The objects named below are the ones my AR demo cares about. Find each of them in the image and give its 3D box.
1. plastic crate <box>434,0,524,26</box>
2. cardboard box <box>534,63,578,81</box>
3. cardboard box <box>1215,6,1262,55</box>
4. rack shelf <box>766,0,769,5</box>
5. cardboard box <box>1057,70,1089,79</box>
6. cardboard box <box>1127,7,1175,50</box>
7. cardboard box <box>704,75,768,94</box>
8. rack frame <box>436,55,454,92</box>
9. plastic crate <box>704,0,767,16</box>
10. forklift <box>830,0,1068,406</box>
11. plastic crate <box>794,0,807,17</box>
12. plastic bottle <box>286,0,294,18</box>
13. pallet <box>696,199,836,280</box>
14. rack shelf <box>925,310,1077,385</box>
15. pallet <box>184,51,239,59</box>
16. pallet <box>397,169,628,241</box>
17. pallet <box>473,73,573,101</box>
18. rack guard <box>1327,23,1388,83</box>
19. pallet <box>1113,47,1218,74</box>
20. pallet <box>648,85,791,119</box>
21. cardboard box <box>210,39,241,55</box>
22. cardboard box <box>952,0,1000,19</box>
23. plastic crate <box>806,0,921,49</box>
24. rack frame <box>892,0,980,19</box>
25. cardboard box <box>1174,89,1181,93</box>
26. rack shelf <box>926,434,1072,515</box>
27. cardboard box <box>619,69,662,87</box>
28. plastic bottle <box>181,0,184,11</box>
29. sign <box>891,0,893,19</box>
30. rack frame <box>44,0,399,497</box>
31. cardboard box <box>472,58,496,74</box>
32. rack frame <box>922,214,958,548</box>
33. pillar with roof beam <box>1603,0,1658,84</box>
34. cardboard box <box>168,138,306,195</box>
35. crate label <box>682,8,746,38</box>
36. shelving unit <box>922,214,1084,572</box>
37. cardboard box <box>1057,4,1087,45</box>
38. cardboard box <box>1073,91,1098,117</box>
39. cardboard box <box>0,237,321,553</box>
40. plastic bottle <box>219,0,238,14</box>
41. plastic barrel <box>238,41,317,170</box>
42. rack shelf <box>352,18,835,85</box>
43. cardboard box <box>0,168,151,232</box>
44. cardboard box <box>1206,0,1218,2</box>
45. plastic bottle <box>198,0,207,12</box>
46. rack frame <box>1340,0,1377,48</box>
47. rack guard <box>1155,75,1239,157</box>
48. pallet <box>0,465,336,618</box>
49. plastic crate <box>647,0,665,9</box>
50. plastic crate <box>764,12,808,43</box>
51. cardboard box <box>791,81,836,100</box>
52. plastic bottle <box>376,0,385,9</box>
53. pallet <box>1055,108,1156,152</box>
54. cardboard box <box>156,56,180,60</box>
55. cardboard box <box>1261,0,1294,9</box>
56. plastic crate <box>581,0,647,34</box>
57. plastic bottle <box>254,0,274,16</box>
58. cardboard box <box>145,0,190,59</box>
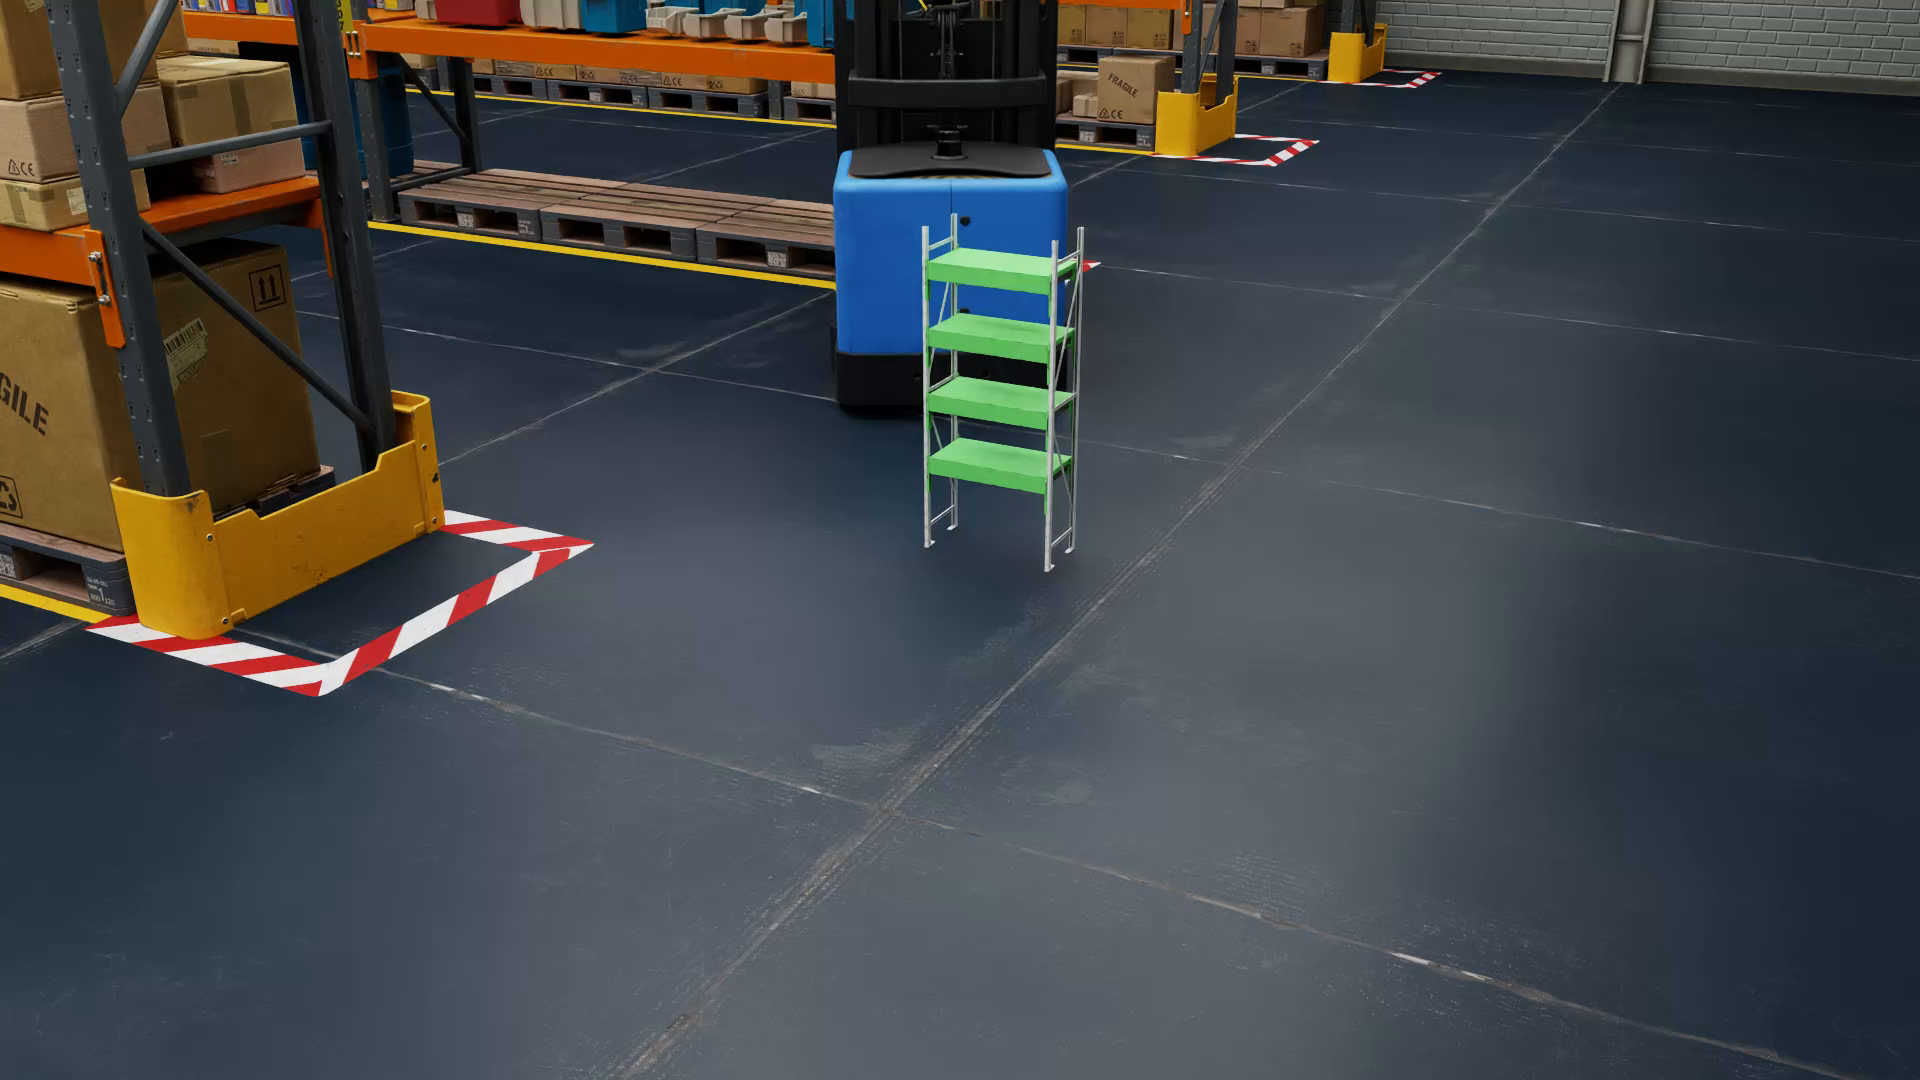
[{"bbox_3d":[-3.045,-3.528,10.553,0.583,0.464,0.402,11,25,25],"label":"plastic crate"},{"bbox_3d":[-3.868,-4.842,16.436,0.500,0.500,0.500,11,25,24],"label":"cardboard box"},{"bbox_3d":[3.195,-5.689,18.453,0.500,0.500,0.700,11,25,24],"label":"cardboard box"},{"bbox_3d":[-3.275,-5.467,16.192,4.000,0.370,1.077,11,25,25],"label":"rack shelf"},{"bbox_3d":[0.830,-4.047,14.886,0.500,0.250,0.500,11,25,25],"label":"cardboard box"},{"bbox_3d":[2.267,-5.870,18.877,0.500,0.500,0.700,12,26,26],"label":"cardboard box"},{"bbox_3d":[-2.060,-4.484,15.593,0.500,0.500,0.500,11,25,24],"label":"cardboard box"},{"bbox_3d":[-5.060,-6.151,16.882,0.127,3.000,1.000,11,25,25],"label":"rack frame"},{"bbox_3d":[-1.406,-3.351,10.434,0.300,0.233,0.416,11,25,25],"label":"plastic crate"},{"bbox_3d":[-0.076,-2.482,8.342,1.130,2.935,3.031,-1,23,-1],"label":"forklift"},{"bbox_3d":[-0.818,-3.235,10.161,0.300,0.233,0.416,11,25,25],"label":"plastic crate"},{"bbox_3d":[-4.453,-3.644,11.134,0.133,0.283,0.061,11,25,25],"label":"plastic bottle"},{"bbox_3d":[-0.877,-1.885,10.414,1.213,0.211,1.003,11,25,25],"label":"pallet"},{"bbox_3d":[0.148,-0.685,5.878,0.480,0.148,0.258,11,25,25],"label":"rack shelf"},{"bbox_3d":[-7.954,-5.458,18.814,1.213,0.211,1.003,11,25,25],"label":"pallet"},{"bbox_3d":[-3.055,-2.316,11.427,1.213,0.211,1.003,11,25,25],"label":"pallet"},{"bbox_3d":[-4.411,-4.723,17.086,1.213,0.211,1.003,11,25,25],"label":"pallet"},{"bbox_3d":[4.333,-5.315,18.109,0.348,0.500,1.175,11,25,25],"label":"rack guard"},{"bbox_3d":[2.478,-5.516,18.951,1.213,0.211,1.003,11,25,25],"label":"pallet"},{"bbox_3d":[-2.233,-4.292,16.073,1.213,0.211,1.003,11,25,25],"label":"pallet"},{"bbox_3d":[-7.926,-5.537,18.414,0.500,0.250,0.500,12,26,26],"label":"cardboard box"},{"bbox_3d":[0.103,-6.449,19.792,0.750,0.750,0.750,12,26,25],"label":"cardboard box"},{"bbox_3d":[-0.542,-3.047,9.461,0.499,0.435,0.616,11,25,25],"label":"plastic crate"},{"bbox_3d":[-0.159,-3.009,9.494,0.127,3.000,1.000,11,25,25],"label":"rack frame"},{"bbox_3d":[1.861,-3.823,14.488,0.250,0.149,0.380,11,25,25],"label":"cardboard box"},{"bbox_3d":[0.148,-0.243,6.065,0.480,0.148,0.258,11,25,25],"label":"rack shelf"},{"bbox_3d":[-2.945,-4.663,16.014,0.500,0.500,0.500,12,26,25],"label":"cardboard box"},{"bbox_3d":[-5.445,-3.810,11.630,0.097,0.201,0.097,0,23,0],"label":"plastic bottle"},{"bbox_3d":[-0.393,-2.890,9.003,0.005,0.325,0.100,11,25,25],"label":"sign"},{"bbox_3d":[-2.394,-1.280,5.426,0.127,3.000,1.000,11,25,25],"label":"rack frame"},{"bbox_3d":[-4.783,-5.023,16.861,0.500,0.500,0.500,12,26,27],"label":"cardboard box"},{"bbox_3d":[-0.070,-0.566,6.048,0.015,1.200,0.240,11,25,25],"label":"rack frame"},{"bbox_3d":[5.169,-7.552,12.509,0.400,9.000,9.100,11,25,25],"label":"pillar with roof beam"},{"bbox_3d":[-2.561,-1.342,5.894,0.250,0.149,0.380,12,26,25],"label":"cardboard box"},{"bbox_3d":[-1.480,-3.093,9.951,0.243,0.136,0.396,11,25,25],"label":"crate label"},{"bbox_3d":[0.148,-0.523,5.946,0.503,1.200,0.258,11,25,25],"label":"shelving unit"},{"bbox_3d":[1.363,-6.051,19.303,0.500,0.500,0.700,12,26,25],"label":"cardboard box"},{"bbox_3d":[1.162,-3.750,14.294,0.250,0.166,0.380,11,25,25],"label":"cardboard box"},{"bbox_3d":[-3.001,-0.580,5.960,0.875,0.875,0.875,11,25,25],"label":"cardboard box"},{"bbox_3d":[-5.002,-3.769,11.438,0.135,0.276,0.152,11,25,25],"label":"plastic bottle"},{"bbox_3d":[-4.838,-3.170,12.017,0.708,0.901,0.600,11,25,25],"label":"plastic barrel"},{"bbox_3d":[-1.944,-3.031,10.465,4.000,0.370,1.077,11,25,25],"label":"rack shelf"},{"bbox_3d":[-2.860,-1.112,5.353,0.250,0.149,0.380,12,26,26],"label":"cardboard box"},{"bbox_3d":[2.940,-6.126,18.650,0.250,0.149,0.380,12,26,25],"label":"cardboard box"},{"bbox_3d":[-5.238,-3.769,11.534,0.097,0.201,0.097,0,23,0],"label":"plastic bottle"},{"bbox_3d":[4.311,-6.469,17.630,0.127,3.000,1.000,11,25,25],"label":"rack frame"},{"bbox_3d":[2.012,-3.602,14.081,0.348,0.500,1.175,11,25,25],"label":"rack guard"},{"bbox_3d":[-3.142,-0.110,6.239,1.213,0.211,1.003,11,25,25],"label":"pallet"},{"bbox_3d":[-2.039,-3.419,10.718,0.466,0.136,0.293,11,25,25],"label":"plastic crate"},{"bbox_3d":[-0.968,-2.996,9.723,0.243,0.136,0.396,11,25,25],"label":"plastic crate"},{"bbox_3d":[-1.213,-4.260,15.309,0.500,0.311,0.500,11,25,25],"label":"cardboard box"},{"bbox_3d":[-4.093,-3.876,11.784,0.097,0.201,0.097,0,23,0],"label":"plastic bottle"},{"bbox_3d":[1.300,-3.609,14.467,1.213,0.211,1.003,11,25,25],"label":"pallet"},{"bbox_3d":[-3.167,-1.616,6.029,0.500,0.250,0.500,11,25,24],"label":"cardboard box"},{"bbox_3d":[3.445,-5.859,18.022,0.250,0.149,0.380,11,25,24],"label":"cardboard box"},{"bbox_3d":[-2.107,-3.233,10.157,0.300,0.233,0.416,11,25,25],"label":"plastic crate"},{"bbox_3d":[-4.696,-3.741,11.277,0.185,0.351,0.144,11,25,25],"label":"plastic bottle"},{"bbox_3d":[-3.146,-1.960,5.879,0.500,0.500,0.500,11,25,23],"label":"cardboard box"}]
